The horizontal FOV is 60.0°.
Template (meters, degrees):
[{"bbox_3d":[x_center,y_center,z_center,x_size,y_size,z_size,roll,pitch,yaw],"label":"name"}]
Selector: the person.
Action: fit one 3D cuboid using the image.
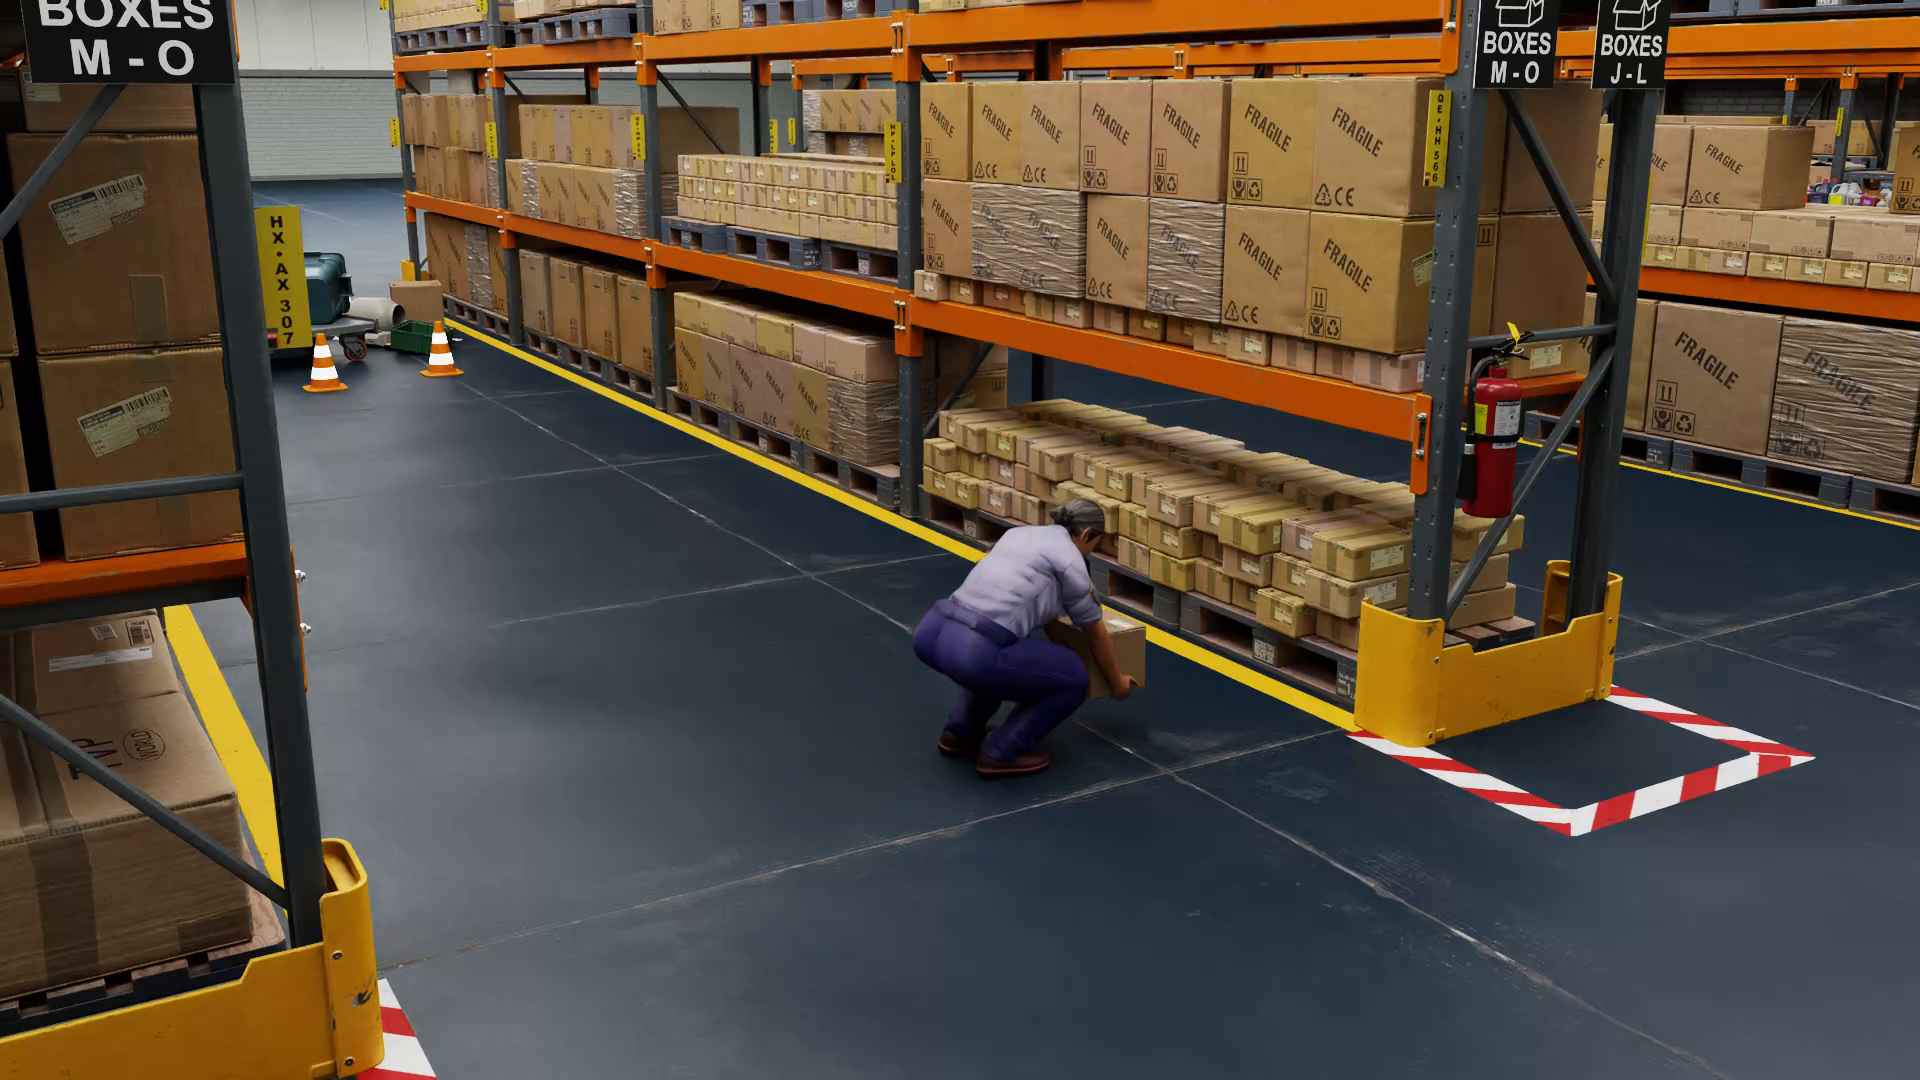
[{"bbox_3d":[0.242,0.348,6.146,0.860,0.938,0.507,-9,18,-31],"label":"person"}]
